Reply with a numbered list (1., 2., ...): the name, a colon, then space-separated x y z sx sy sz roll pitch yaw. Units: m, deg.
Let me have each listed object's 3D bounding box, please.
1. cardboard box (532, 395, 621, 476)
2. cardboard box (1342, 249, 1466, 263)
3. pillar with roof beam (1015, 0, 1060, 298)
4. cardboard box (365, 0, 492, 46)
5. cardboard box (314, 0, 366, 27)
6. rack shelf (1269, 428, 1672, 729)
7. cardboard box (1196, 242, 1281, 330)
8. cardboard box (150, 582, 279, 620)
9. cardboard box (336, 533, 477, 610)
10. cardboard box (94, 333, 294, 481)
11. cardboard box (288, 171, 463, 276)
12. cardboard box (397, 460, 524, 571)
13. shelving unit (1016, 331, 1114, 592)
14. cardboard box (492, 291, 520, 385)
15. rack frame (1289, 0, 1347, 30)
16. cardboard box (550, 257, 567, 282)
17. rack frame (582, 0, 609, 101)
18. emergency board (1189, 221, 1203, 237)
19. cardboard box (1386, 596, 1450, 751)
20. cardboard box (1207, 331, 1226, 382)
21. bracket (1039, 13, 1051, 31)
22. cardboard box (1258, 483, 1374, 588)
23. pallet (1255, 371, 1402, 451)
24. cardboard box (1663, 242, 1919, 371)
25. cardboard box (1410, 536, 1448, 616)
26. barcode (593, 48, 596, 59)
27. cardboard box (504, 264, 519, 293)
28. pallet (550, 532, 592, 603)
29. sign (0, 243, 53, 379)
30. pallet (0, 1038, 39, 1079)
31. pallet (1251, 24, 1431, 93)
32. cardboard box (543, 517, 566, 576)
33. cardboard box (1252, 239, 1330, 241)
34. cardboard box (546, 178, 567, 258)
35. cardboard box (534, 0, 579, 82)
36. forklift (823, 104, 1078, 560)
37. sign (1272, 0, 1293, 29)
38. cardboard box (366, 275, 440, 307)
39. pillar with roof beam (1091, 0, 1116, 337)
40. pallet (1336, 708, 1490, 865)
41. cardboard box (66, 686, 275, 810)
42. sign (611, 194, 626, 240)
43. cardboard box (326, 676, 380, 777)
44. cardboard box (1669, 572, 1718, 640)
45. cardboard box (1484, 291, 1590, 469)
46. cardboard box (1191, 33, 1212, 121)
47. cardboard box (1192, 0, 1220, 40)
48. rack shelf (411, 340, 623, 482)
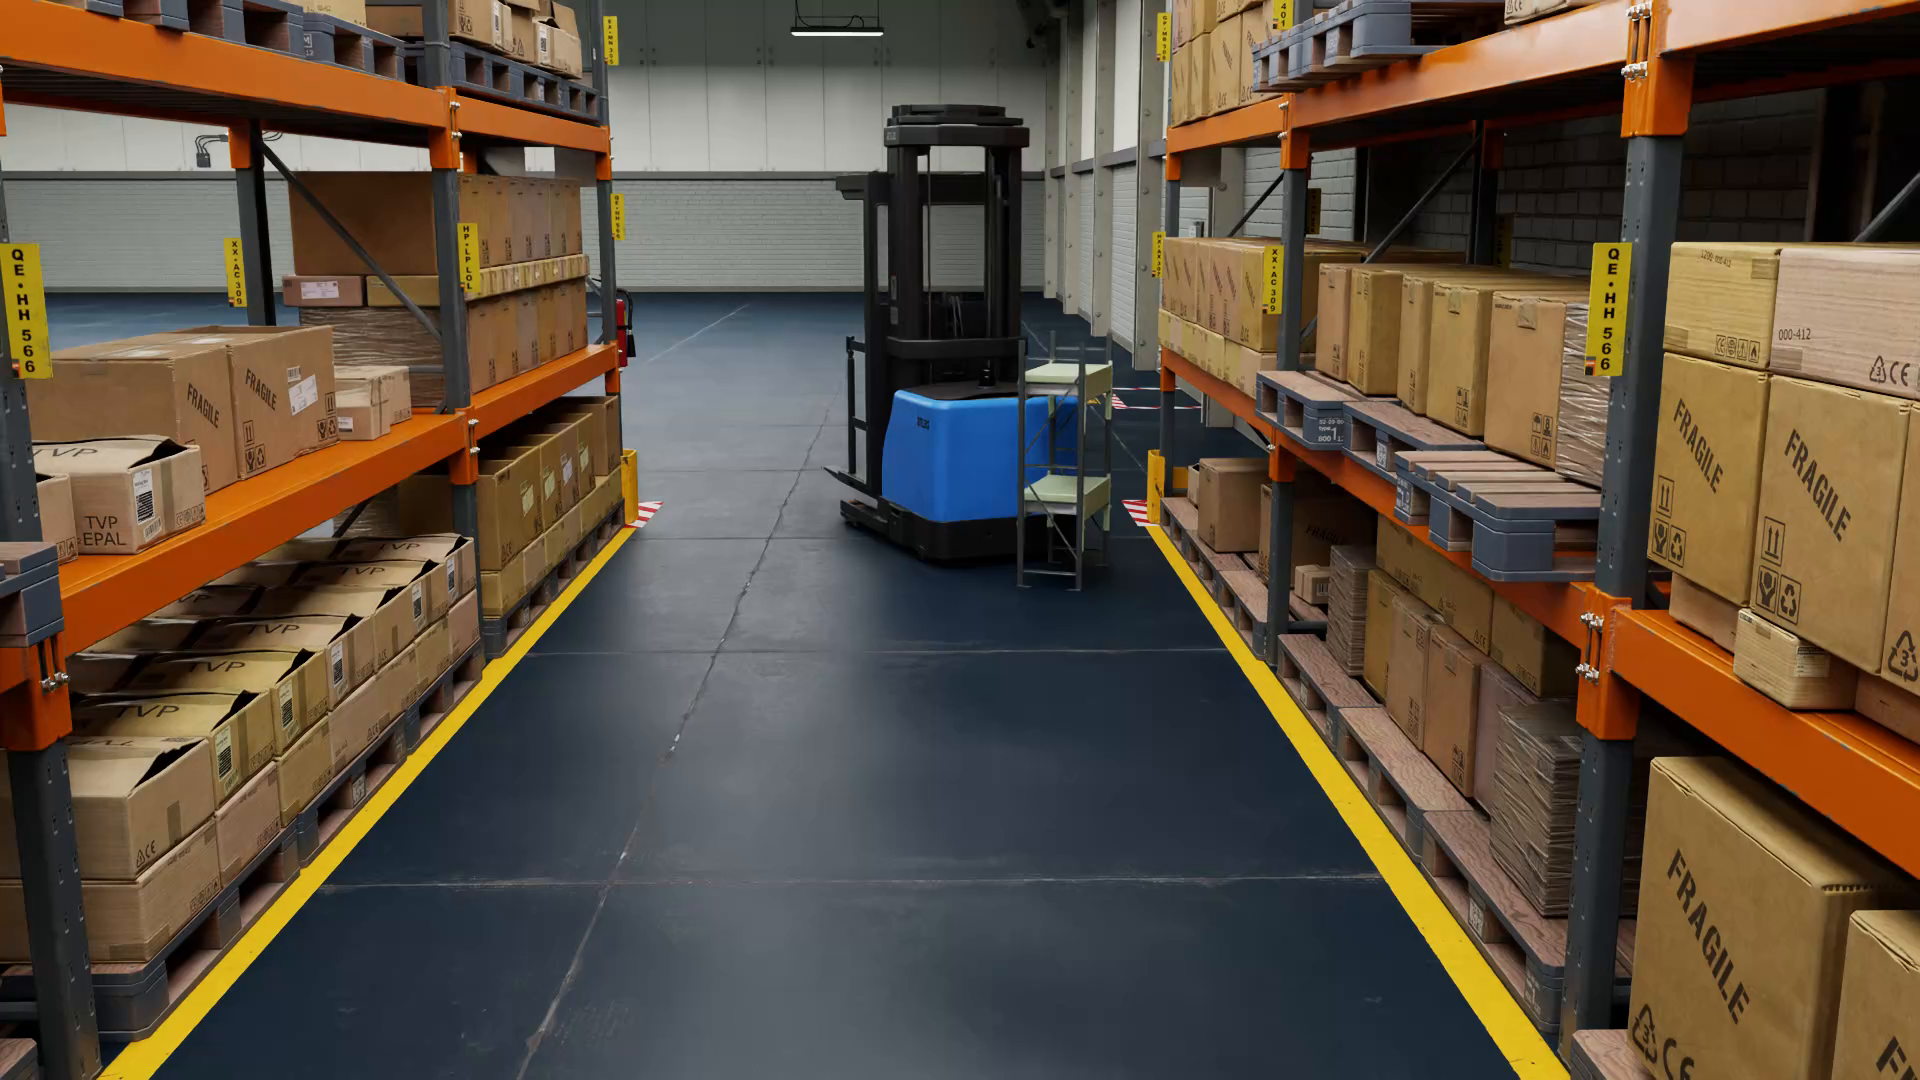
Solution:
1. cardboard box: -2.668 -0.732 11.596 0.500 0.500 0.500 0 11 -1
2. cardboard box: 2.258 -1.236 8.546 0.500 0.500 0.500 -1 11 -2
3. pillar with roof beam: -2.068 -10.383 40.105 9.100 9.000 0.548 0 11 -1
4. cardboard box: -2.640 -2.711 8.174 0.500 0.500 0.500 1 11 4
5. cardboard box: -2.890 -2.296 7.110 0.500 0.250 0.500 1 12 5
6. rack shelf: 2.100 -0.087 6.255 1.077 0.370 4.000 0 11 -1
7. cardboard box: 1.713 -1.537 10.030 0.500 0.500 0.500 0 11 1
8. cardboard box: -3.117 0.336 6.807 0.500 0.311 0.500 -1 11 -3
9. cardboard box: -2.598 0.130 7.824 0.500 0.311 0.500 0 11 -1
10. cardboard box: -2.873 -0.508 6.269 0.500 0.500 0.500 0 11 -1
11. cardboard box: -2.909 -1.589 8.334 0.700 0.500 0.500 0 11 -1
12. cardboard box: -2.590 -0.136 8.656 0.500 0.500 0.500 0 11 -1
13. shelving unit: 0.653 -0.505 10.279 0.431 1.500 0.755 4 12 17
14. cardboard box: -2.933 -1.158 9.472 0.700 0.500 0.500 0 11 0
15. rack frame: 2.059 -3.778 7.546 1.000 3.000 0.127 0 11 -1
16. cardboard box: -2.763 -1.750 10.759 0.380 0.149 0.250 0 11 0
17. rack frame: -2.976 -4.552 11.361 1.000 3.000 0.127 0 11 -1
18. emergency board: 2.719 -3.181 19.695 0.194 1.169 0.643 0 11 -1
19. cardboard box: 2.122 0.522 6.621 0.700 0.500 0.500 0 11 -1
20. cardboard box: 1.718 -1.066 9.594 0.500 0.250 0.500 0 11 -1
21. bracket: 1.943 -11.569 36.896 0.076 0.066 4.783 0 11 -1
22. cardboard box: 1.998 -0.034 9.364 0.500 0.500 0.500 -1 12 -5
23. pallet: 1.929 -0.591 7.410 1.003 0.211 1.213 0 11 -1
24. cardboard box: 1.894 -0.517 3.629 0.500 0.250 0.500 0 11 0
25. cardboard box: 2.118 0.142 6.611 0.500 0.250 0.500 -1 11 -3
26. barcode: -2.488 -3.308 11.316 0.001 0.075 0.075 0 11 -1
27. cardboard box: -2.736 -1.494 9.494 0.380 0.149 0.250 -1 11 -3
28. pallet: -2.896 0.149 10.294 1.003 0.211 1.213 0 11 -1
29. sign: -2.268 -0.554 4.032 0.100 0.325 0.005 0 11 -1
30. pallet: -2.833 1.494 3.664 1.003 0.211 1.213 0 11 -1
31. pallet: 1.965 -2.092 7.256 1.213 0.211 1.003 0 11 -1
32. cardboard box: -2.610 0.033 9.711 0.500 0.250 0.500 0 11 -1
33. cardboard box: 2.199 -1.743 11.049 0.500 0.500 0.500 0 11 0
34. cardboard box: -2.962 -2.088 10.794 0.700 0.500 0.500 -1 11 -3
35. cardboard box: -2.968 -3.292 11.031 0.797 0.503 0.637 1 11 3
36. forklift: -0.228 -1.556 11.858 1.130 2.935 3.031 -4 12 -21
37. sign: 1.517 -2.557 7.774 0.100 0.325 0.005 0 11 -1
38. cardboard box: -2.705 -1.237 8.231 0.380 0.149 0.250 0 11 -1
39. pillar with roof beam: -1.820 -7.997 28.347 9.100 9.000 0.400 0 11 -1
40. pallet: 2.105 0.927 6.459 1.003 0.211 1.213 0 11 -1
41. cardboard box: -2.547 0.636 5.329 0.500 0.311 0.500 -1 11 -3
42. sign: -2.433 -2.294 11.817 0.100 0.325 0.005 0 11 -1
43. cardboard box: -2.566 0.710 6.374 0.500 0.250 0.500 0 11 0
44. cardboard box: 1.917 0.137 3.919 0.380 0.149 0.250 0 11 -2
45. cardboard box: 2.083 -0.511 5.177 0.700 0.500 0.500 -1 12 -7
46. cardboard box: 1.724 -2.884 10.383 0.500 0.500 0.500 0 11 1
47. cardboard box: 1.723 -3.372 10.276 0.500 0.500 0.500 0 11 0
48. rack shelf: -2.935 -0.861 10.070 1.077 0.370 4.000 0 11 -1
